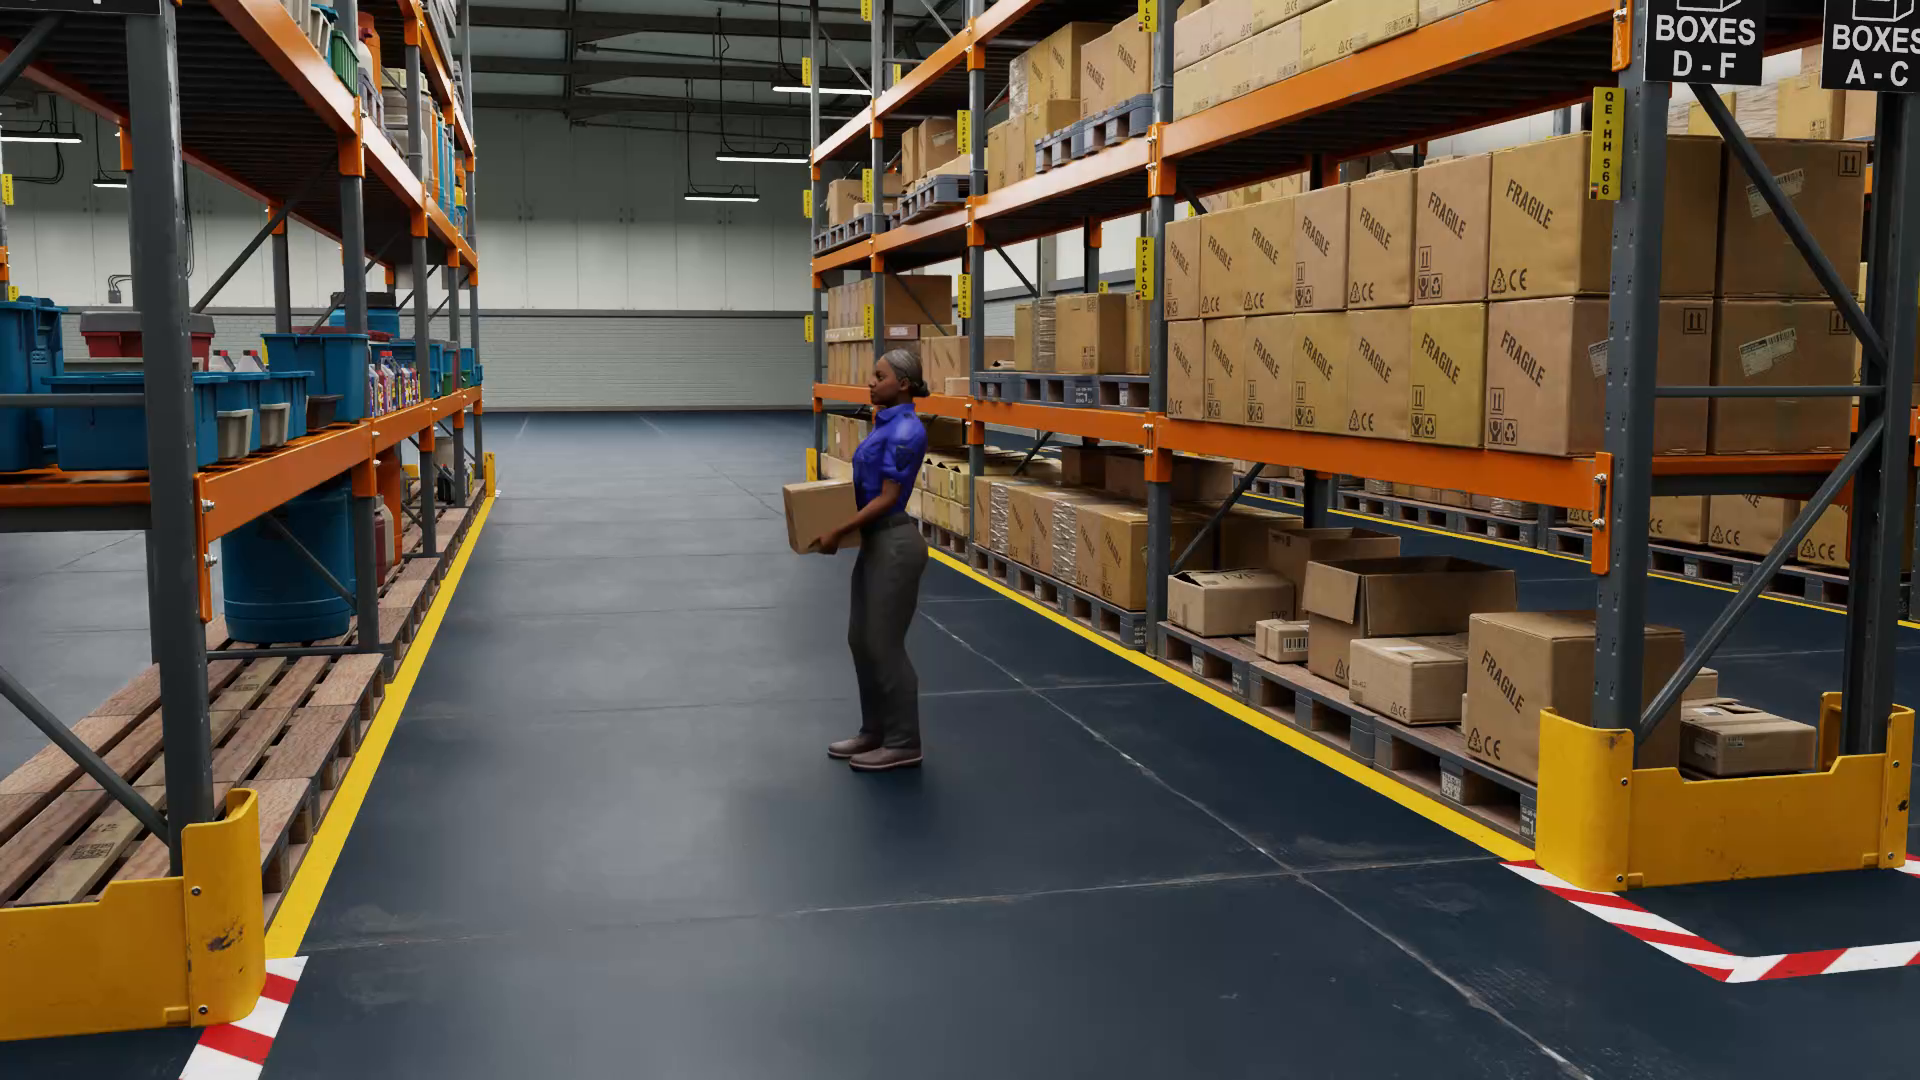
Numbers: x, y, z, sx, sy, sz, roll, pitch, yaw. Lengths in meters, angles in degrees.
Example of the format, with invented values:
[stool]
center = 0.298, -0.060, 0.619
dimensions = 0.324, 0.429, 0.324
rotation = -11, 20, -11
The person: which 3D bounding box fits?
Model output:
[person]
center = -0.369, 0.071, 6.604
dimensions = 0.510, 1.651, 0.451
rotation = -1, 6, -13
